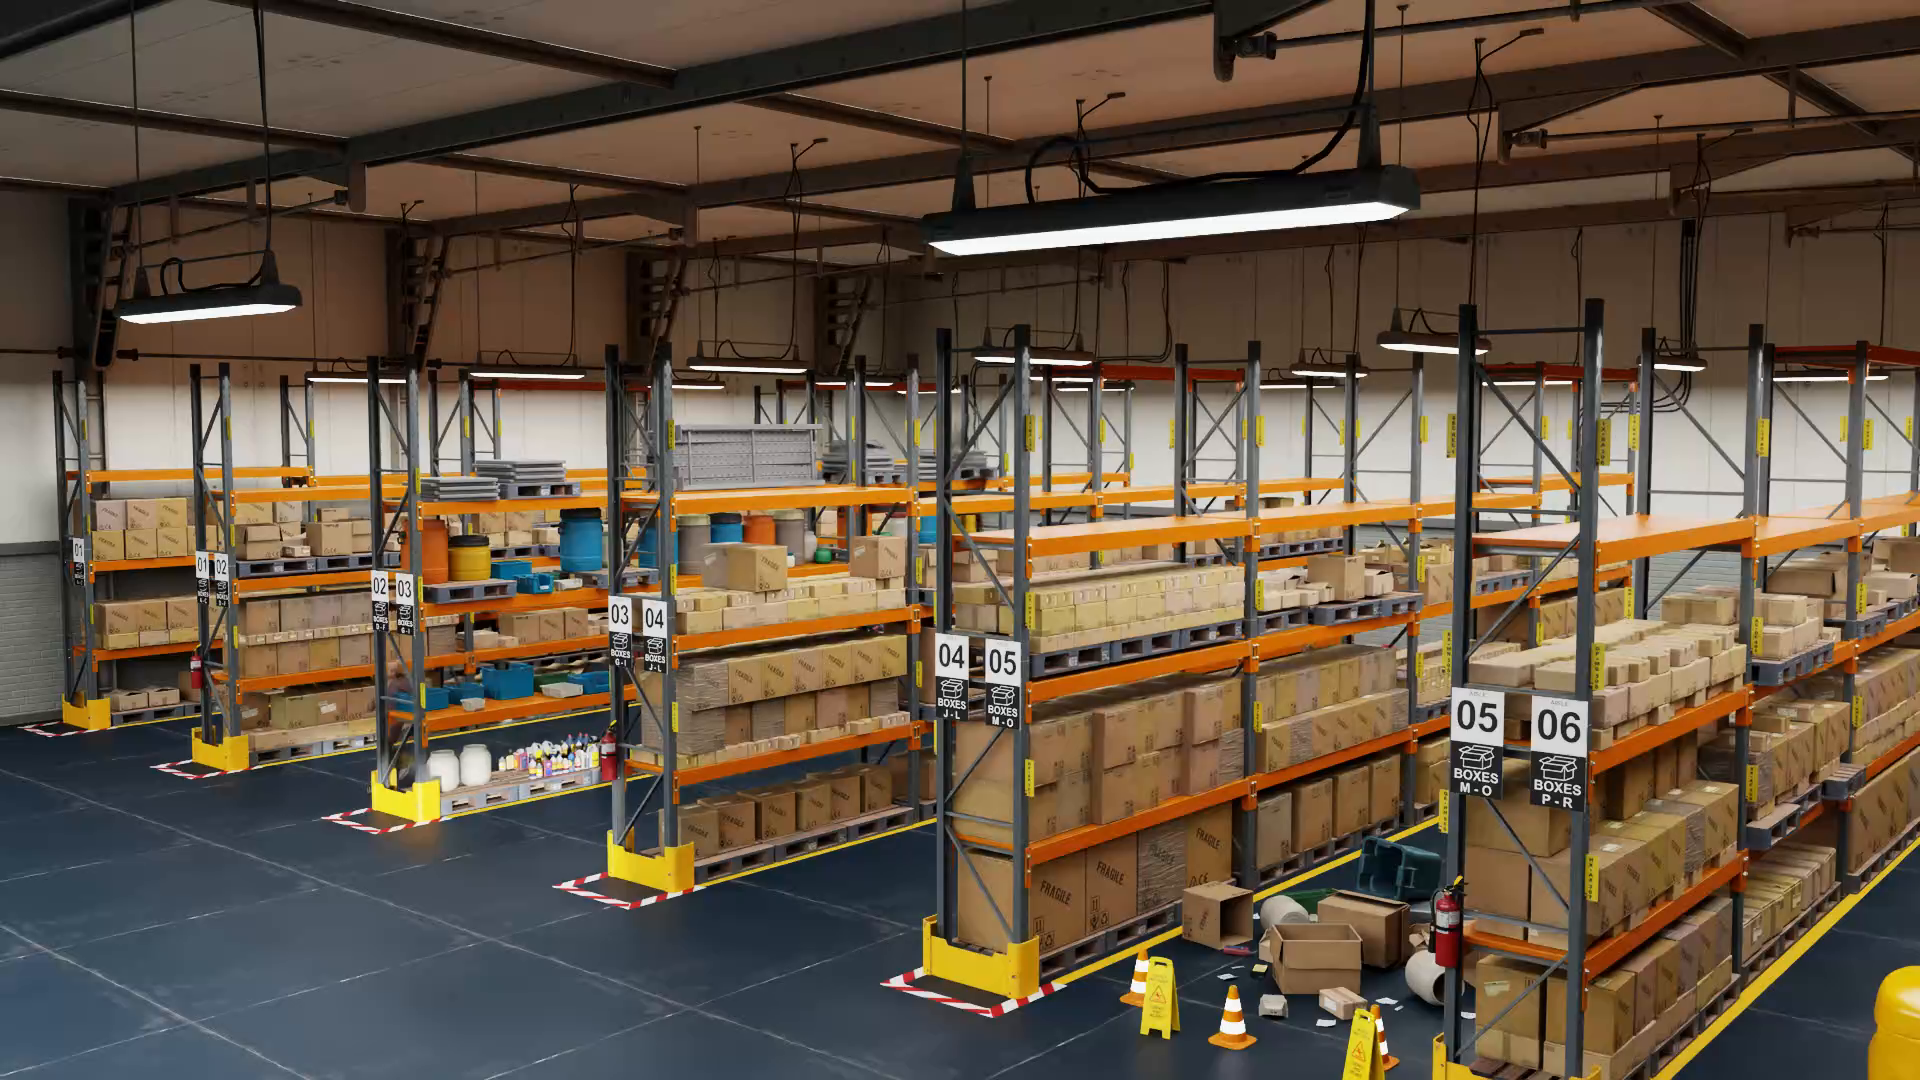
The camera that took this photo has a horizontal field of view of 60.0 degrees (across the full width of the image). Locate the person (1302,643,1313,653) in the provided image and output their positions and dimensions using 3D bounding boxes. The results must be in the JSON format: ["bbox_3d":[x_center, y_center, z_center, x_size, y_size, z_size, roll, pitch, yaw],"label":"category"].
[{"bbox_3d":[5.505,2.423,26.309,0.576,1.639,0.893,3,5,36],"label":"person"}]

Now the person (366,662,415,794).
[{"bbox_3d":[-7.981,2.602,23.326,0.717,1.789,0.885,3,5,35],"label":"person"}]

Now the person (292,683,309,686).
[{"bbox_3d":[-10.978,2.336,27.769,0.606,1.671,0.885,3,5,36],"label":"person"}]

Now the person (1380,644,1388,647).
[{"bbox_3d":[6.412,2.463,25.191,0.624,1.770,0.667,4,5,40],"label":"person"}]
